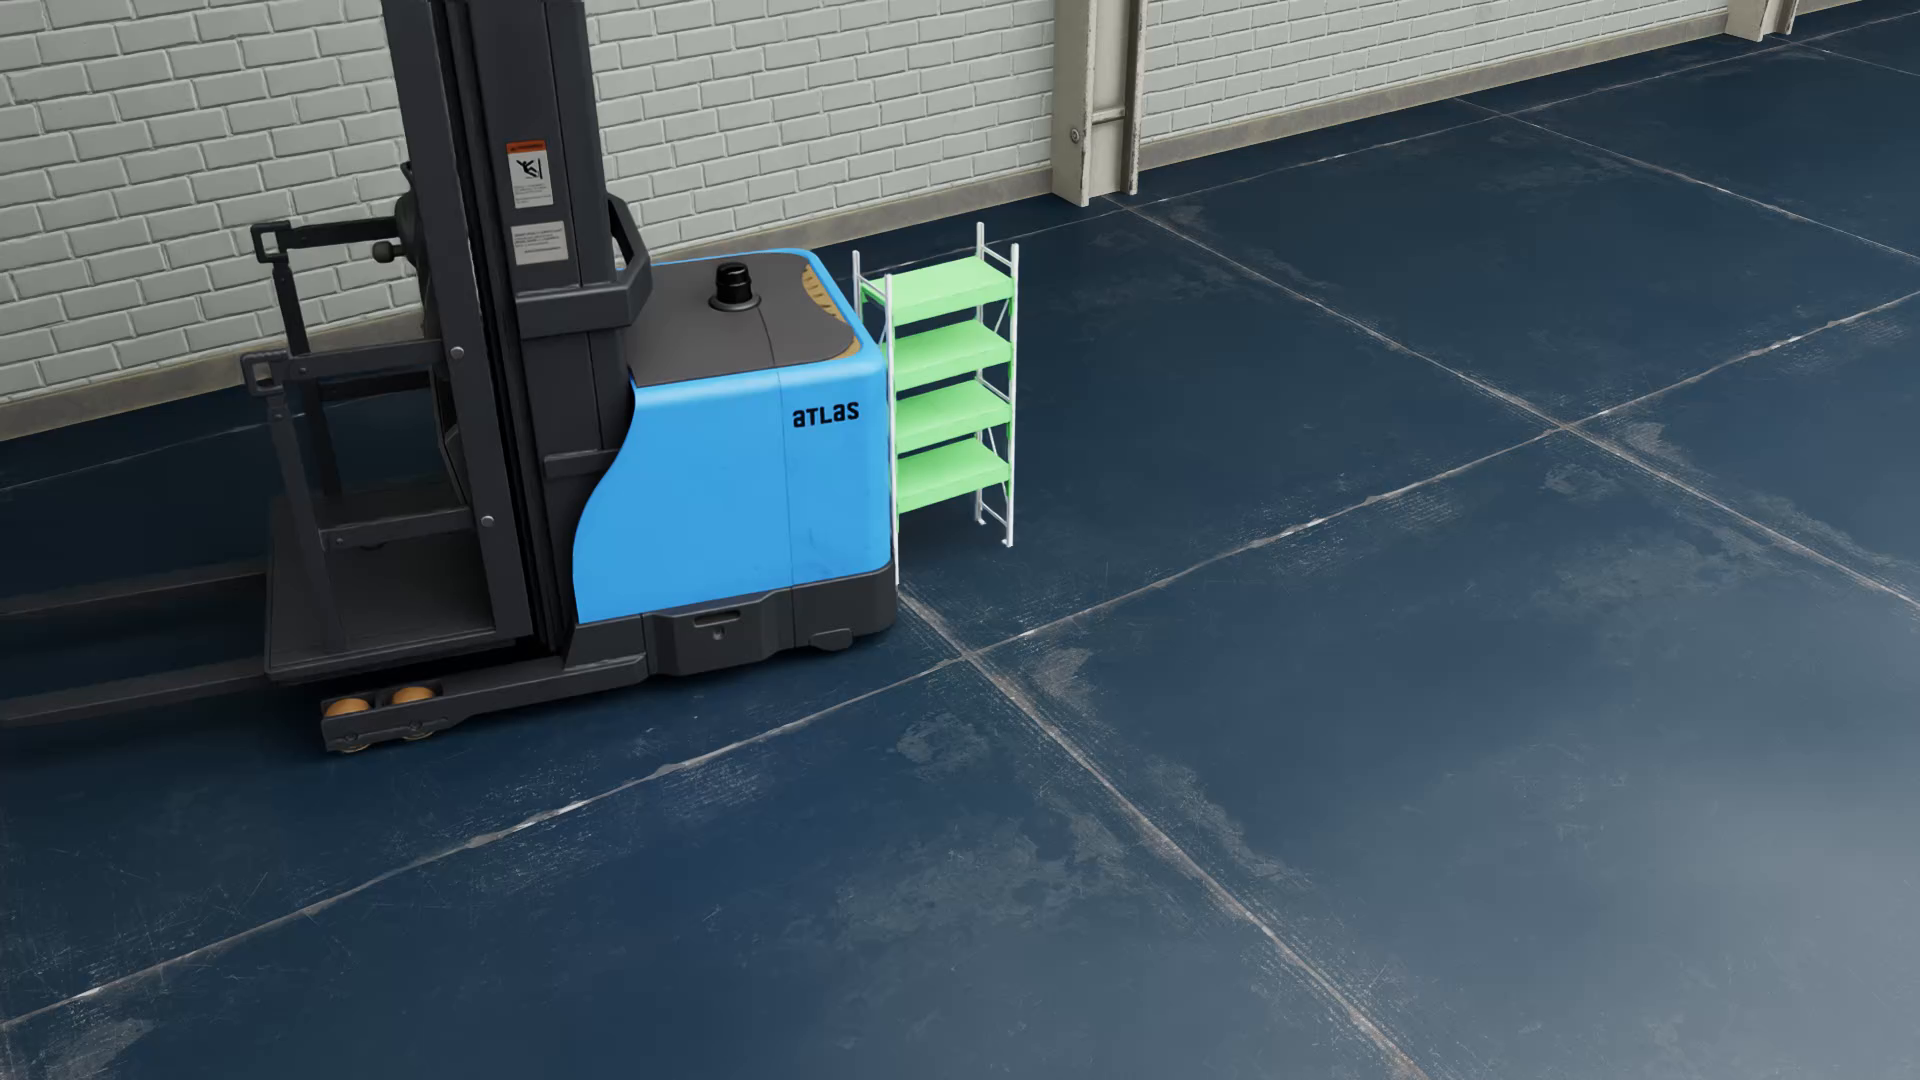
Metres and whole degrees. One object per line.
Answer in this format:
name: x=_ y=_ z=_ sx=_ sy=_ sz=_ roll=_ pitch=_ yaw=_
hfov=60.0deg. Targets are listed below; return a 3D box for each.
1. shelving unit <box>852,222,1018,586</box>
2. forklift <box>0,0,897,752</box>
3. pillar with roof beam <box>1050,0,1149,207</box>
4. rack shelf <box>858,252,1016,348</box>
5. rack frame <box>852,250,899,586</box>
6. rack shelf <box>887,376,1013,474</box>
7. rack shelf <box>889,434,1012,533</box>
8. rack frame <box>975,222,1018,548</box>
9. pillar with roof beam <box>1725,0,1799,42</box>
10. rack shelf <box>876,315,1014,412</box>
shelving unit: x=-0.081 y=-0.467 z=5.865 sx=0.503 sy=1.200 sz=0.258 roll=-18 pitch=36 yaw=-26
forklift: x=-1.792 y=-0.894 z=4.920 sx=3.031 sy=2.935 sz=1.130 roll=-10 pitch=34 yaw=-15
pillar with roof beam: x=3.081 y=-3.835 z=3.895 sx=0.400 sy=9.000 sz=9.100 roll=-19 pitch=37 yaw=-27
rack shelf: x=-0.081 y=-0.818 z=5.643 sx=0.480 sy=0.148 sz=0.258 roll=-18 pitch=36 yaw=-26
rack frame: x=-0.289 y=-0.399 z=5.757 sx=0.015 sy=1.200 sz=0.240 roll=-18 pitch=36 yaw=-26
rack shelf: x=-0.081 y=-0.412 z=5.899 sx=0.480 sy=0.148 sz=0.258 roll=-18 pitch=36 yaw=-26
rack shelf: x=-0.081 y=-0.209 z=6.027 sx=0.480 sy=0.148 sz=0.258 roll=-18 pitch=36 yaw=-26
rack frame: x=0.127 y=-0.534 z=5.973 sx=0.015 sy=1.200 sz=0.240 roll=-18 pitch=36 yaw=-26
pillar with roof beam: x=8.124 y=-5.570 z=6.645 sx=0.400 sy=9.000 sz=9.100 roll=-19 pitch=37 yaw=-27
rack shelf: x=-0.081 y=-0.615 z=5.771 sx=0.480 sy=0.148 sz=0.258 roll=-18 pitch=36 yaw=-26
